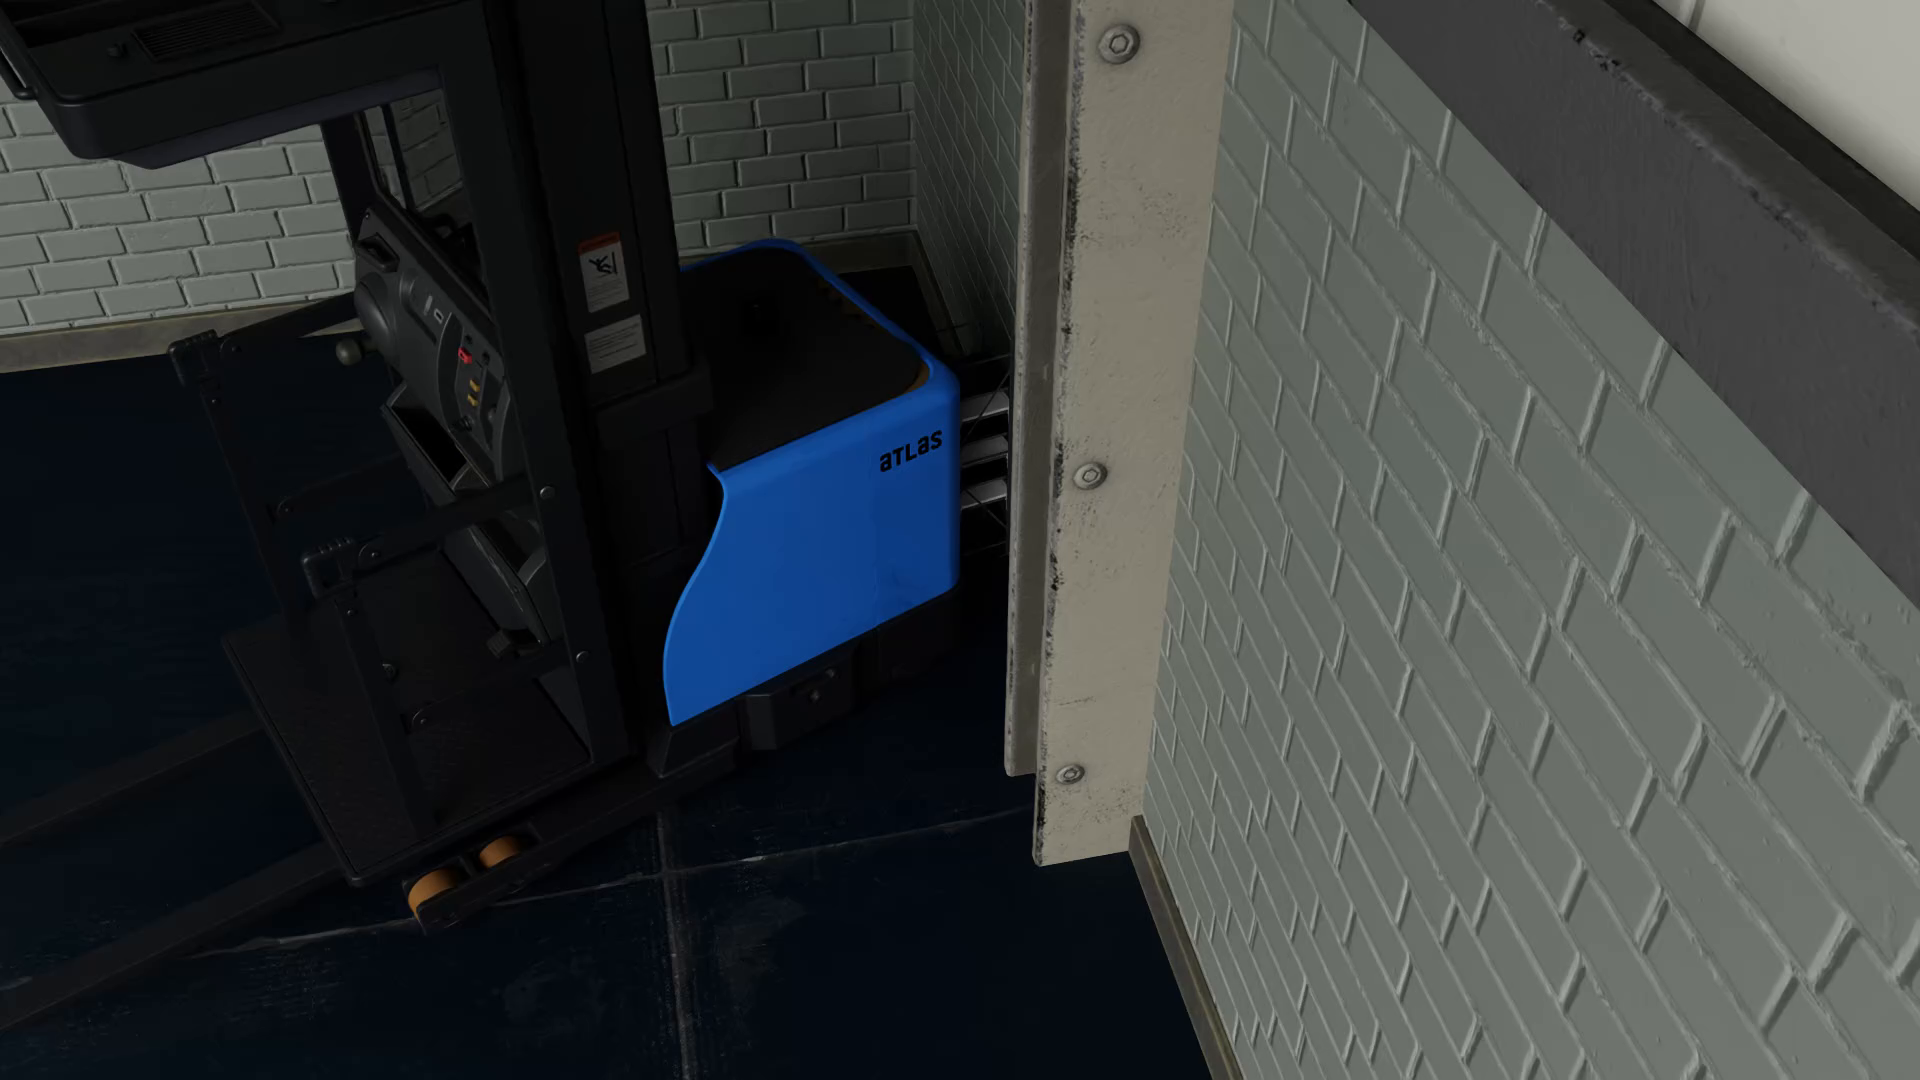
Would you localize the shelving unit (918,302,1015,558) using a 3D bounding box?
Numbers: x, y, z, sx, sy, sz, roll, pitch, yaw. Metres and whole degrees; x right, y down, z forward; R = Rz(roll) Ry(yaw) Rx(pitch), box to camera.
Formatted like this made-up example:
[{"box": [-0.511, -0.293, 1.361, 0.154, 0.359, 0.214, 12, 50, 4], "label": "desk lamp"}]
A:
[{"box": [0.024, -0.319, 5.431, 0.258, 0.900, 0.210, -17, 44, -18], "label": "shelving unit"}]

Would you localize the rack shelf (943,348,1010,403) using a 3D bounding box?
[{"box": [0.024, -0.496, 5.274, 0.258, 0.077, 0.200, -17, 44, -18], "label": "rack shelf"}]

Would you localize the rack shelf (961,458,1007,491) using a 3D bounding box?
[{"box": [0.024, -0.227, 5.513, 0.258, 0.077, 0.200, -17, 44, -18], "label": "rack shelf"}]

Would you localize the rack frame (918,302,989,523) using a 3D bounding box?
[{"box": [-0.019, -0.380, 5.500, 0.240, 0.900, 0.006, -17, 44, -18], "label": "rack frame"}]

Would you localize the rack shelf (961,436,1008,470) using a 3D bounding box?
[{"box": [0.024, -0.294, 5.453, 0.258, 0.077, 0.200, -17, 44, -18], "label": "rack shelf"}]

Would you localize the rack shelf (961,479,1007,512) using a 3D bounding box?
[{"box": [0.024, -0.159, 5.573, 0.258, 0.077, 0.200, -17, 44, -18], "label": "rack shelf"}]

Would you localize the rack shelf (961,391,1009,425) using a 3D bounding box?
[{"box": [0.024, -0.429, 5.334, 0.258, 0.077, 0.200, -17, 44, -18], "label": "rack shelf"}]

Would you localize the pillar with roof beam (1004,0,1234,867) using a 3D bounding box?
[{"box": [-3.880, -1.974, 1.195, 9.100, 9.000, 0.400, -8, 42, -9], "label": "pillar with roof beam"}]

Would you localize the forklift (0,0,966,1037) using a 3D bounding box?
[{"box": [-1.476, -0.435, 4.033, 3.031, 2.935, 1.130, -26, 48, -26], "label": "forklift"}]

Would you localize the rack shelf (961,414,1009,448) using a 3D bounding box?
[{"box": [0.024, -0.361, 5.394, 0.258, 0.077, 0.200, -17, 44, -18], "label": "rack shelf"}]

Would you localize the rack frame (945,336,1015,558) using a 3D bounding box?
[{"box": [0.066, -0.258, 5.362, 0.240, 0.900, 0.006, -17, 44, -18], "label": "rack frame"}]
